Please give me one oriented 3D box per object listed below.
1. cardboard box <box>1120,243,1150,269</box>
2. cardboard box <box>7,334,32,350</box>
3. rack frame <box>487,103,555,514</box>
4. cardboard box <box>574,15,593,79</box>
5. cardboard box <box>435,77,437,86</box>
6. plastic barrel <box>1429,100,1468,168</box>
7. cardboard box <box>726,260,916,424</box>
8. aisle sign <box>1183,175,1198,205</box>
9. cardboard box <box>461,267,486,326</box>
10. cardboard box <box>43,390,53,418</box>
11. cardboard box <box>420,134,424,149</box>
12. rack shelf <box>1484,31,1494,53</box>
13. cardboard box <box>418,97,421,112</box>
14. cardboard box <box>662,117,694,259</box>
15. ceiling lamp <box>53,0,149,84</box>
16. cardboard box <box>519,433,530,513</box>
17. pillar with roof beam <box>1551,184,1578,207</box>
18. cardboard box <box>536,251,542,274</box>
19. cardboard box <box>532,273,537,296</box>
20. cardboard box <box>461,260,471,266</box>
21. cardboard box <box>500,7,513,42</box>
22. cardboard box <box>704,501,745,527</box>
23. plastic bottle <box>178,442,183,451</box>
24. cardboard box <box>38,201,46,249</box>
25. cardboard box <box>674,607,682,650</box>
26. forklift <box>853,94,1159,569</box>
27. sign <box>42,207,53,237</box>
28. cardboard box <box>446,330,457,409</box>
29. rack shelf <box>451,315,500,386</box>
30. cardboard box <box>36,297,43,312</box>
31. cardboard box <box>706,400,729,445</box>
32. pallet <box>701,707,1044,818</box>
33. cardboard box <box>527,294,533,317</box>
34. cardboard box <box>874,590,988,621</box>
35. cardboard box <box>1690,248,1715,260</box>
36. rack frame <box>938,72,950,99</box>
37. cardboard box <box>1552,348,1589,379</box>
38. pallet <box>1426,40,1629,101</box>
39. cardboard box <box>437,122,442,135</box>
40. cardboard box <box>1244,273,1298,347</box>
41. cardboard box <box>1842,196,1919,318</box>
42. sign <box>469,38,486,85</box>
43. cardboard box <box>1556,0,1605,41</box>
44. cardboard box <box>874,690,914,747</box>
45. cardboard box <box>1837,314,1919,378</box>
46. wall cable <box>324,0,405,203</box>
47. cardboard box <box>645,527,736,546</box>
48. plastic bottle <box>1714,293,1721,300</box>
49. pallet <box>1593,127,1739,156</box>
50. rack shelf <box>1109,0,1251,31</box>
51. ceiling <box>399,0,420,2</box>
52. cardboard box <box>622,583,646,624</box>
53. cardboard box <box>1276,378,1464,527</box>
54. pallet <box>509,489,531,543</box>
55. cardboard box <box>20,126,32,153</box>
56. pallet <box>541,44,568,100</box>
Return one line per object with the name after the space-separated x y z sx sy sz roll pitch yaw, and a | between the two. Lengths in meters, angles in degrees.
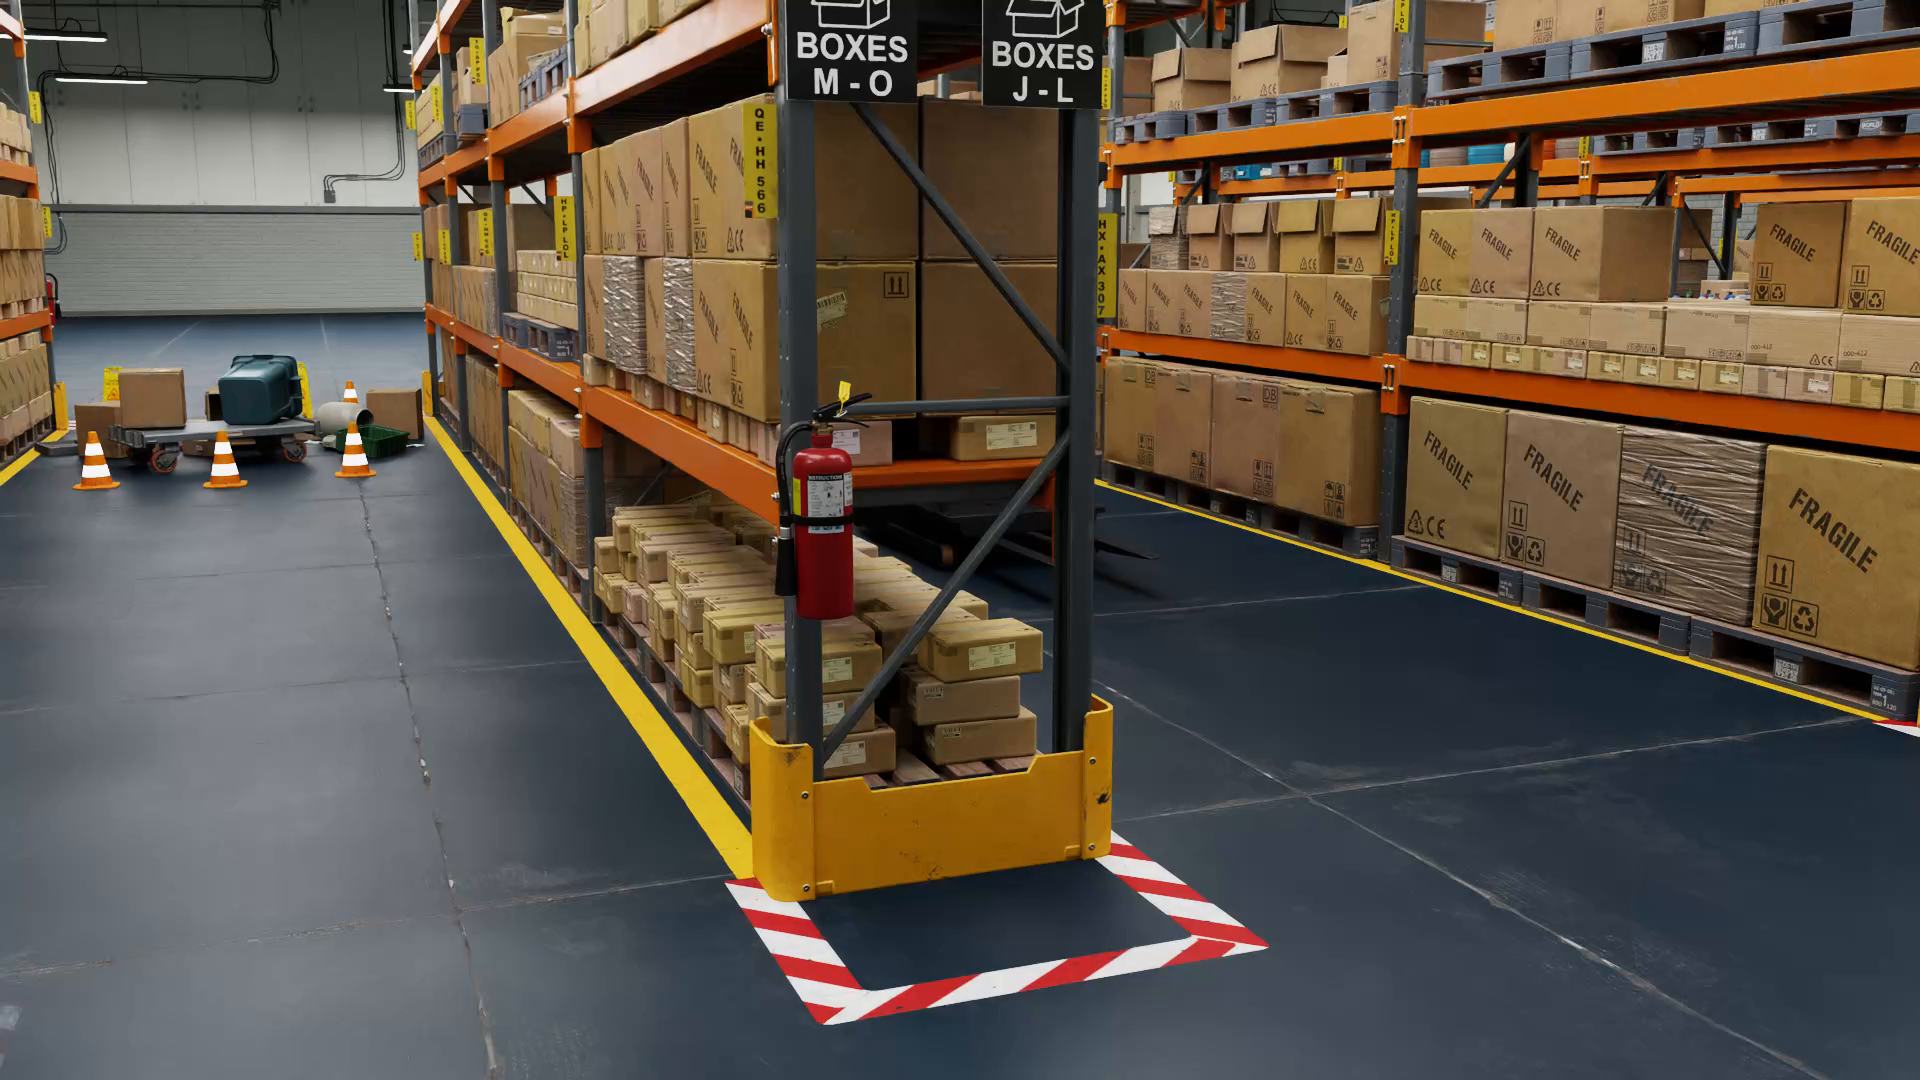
1.471 -2.353 14.600 0.500 0.500 0.500 -5 11 -28 | cardboard box
-9.520 -1.976 16.622 0.380 0.149 0.250 -3 11 -18 | cardboard box
-2.955 -1.713 12.488 1.000 3.000 0.127 -4 11 -21 | rack frame
-1.584 -2.371 8.049 0.500 0.250 0.500 -3 11 -18 | cardboard box
-4.926 -4.449 16.256 0.380 0.149 0.250 -4 11 -21 | cardboard box
5.495 -4.527 18.306 0.600 0.901 0.600 0 10 0 | plastic barrel
-0.459 -0.660 5.432 0.500 0.500 0.500 -4 11 -20 | cardboard box
3.123 -4.905 23.007 0.394 0.787 0.004 -4 11 -21 | aisle sign
-4.102 -2.149 14.648 0.500 0.500 0.500 -4 11 -21 | cardboard box
-9.879 -1.423 17.506 0.500 0.250 0.500 -4 11 -21 | cardboard box
-5.845 -4.470 18.650 0.380 0.149 0.250 -4 11 -21 | cardboard box
5.596 -5.055 17.340 1.077 0.370 4.000 -4 11 -21 | rack shelf
-5.847 -4.864 18.588 0.380 0.149 0.250 -4 11 -22 | cardboard box
-0.834 -1.322 6.294 0.500 0.500 0.500 -3 11 -18 | cardboard box
-20.688 -12.597 39.876 2.000 3.185 0.800 -4 11 -21 | ceiling lamp
-2.751 -0.476 11.470 0.500 0.500 0.500 -4 11 -20 | cardboard box
7.529 -7.861 29.918 9.100 9.000 0.548 -4 11 -21 | pillar with roof beam
-2.588 -1.830 10.965 0.380 0.149 0.250 -3 11 -18 | cardboard box
-2.675 -1.723 11.209 0.380 0.149 0.250 -4 11 -21 | cardboard box
-4.549 -2.500 16.479 0.875 0.550 0.550 -4 11 -21 | cardboard box
-2.879 -3.449 11.207 0.396 0.266 0.258 -4 11 -21 | cardboard box
-1.134 -0.115 8.744 0.380 0.149 0.250 -4 11 -19 | cardboard box
-7.701 -0.919 16.410 0.133 0.061 0.283 -2 10 -11 | plastic bottle
-10.042 -3.307 17.457 0.700 0.500 0.500 -4 11 -22 | cardboard box
-0.979 0.363 6.905 0.380 0.149 0.250 -3 11 -18 | cardboard box
0.246 -1.342 10.596 1.130 2.935 3.031 -4 11 -23 | forklift
-9.907 -3.446 18.021 0.100 0.325 0.005 -4 11 -21 | sign
-5.226 -1.930 18.573 0.875 0.875 0.875 -4 11 -22 | cardboard box
-3.680 -1.686 14.386 1.077 0.370 4.000 -4 11 -21 | rack shelf
-9.901 -2.483 17.532 0.380 0.149 0.250 -4 11 -22 | cardboard box
-0.712 -0.442 6.059 0.380 0.149 0.250 -4 11 -19 | cardboard box
-0.345 0.818 6.219 1.003 0.211 1.213 -4 11 -21 | pallet
-2.786 -1.623 11.497 0.380 0.149 0.250 -3 11 -18 | cardboard box
-0.113 0.303 6.396 0.380 0.149 0.250 -4 11 -21 | cardboard box
9.572 -3.717 21.616 0.380 0.149 0.250 -4 11 -21 | cardboard box
0.255 -5.618 17.310 1.000 3.000 0.127 -4 11 -21 | rack frame
3.421 -0.954 8.937 0.380 0.149 0.250 -4 11 -20 | cardboard box
3.441 -2.658 9.485 1.003 0.211 1.213 -4 11 -21 | pallet
-4.926 -4.056 16.323 0.380 0.149 0.250 -4 11 -20 | cardboard box
2.361 -1.633 11.751 0.500 0.500 0.500 -4 11 -22 | cardboard box
4.182 -1.211 7.098 0.500 0.500 0.500 -4 11 -20 | cardboard box
-3.475 -3.450 11.982 0.100 0.325 0.005 -4 11 -21 | sign
3.684 -2.929 8.985 0.700 0.500 0.500 -3 11 -18 | cardboard box
-0.119 0.646 6.166 0.380 0.149 0.250 -4 11 -21 | cardboard box
4.180 -0.841 7.161 0.500 0.250 0.500 -4 11 -22 | cardboard box
-17.496 -12.892 48.488 2.305 6.003 0.169 -4 11 -21 | wall cable
-1.276 0.041 7.868 0.380 0.149 0.250 -4 11 -22 | cardboard box
6.552 -1.986 14.353 0.061 0.283 0.133 -4 11 -21 | plastic bottle
6.507 -3.579 14.949 1.003 0.211 1.213 -4 11 -21 | pallet
2.429 -4.088 11.902 1.077 0.370 4.000 -4 11 -21 | rack shelf
-17.208 -16.242 51.341 6.000 0.001 6.000 -4 11 -21 | ceiling
-1.438 0.297 8.128 0.380 0.149 0.250 -4 11 -21 | cardboard box
2.903 -0.623 11.224 1.225 0.875 0.875 -4 11 -21 | cardboard box
-2.673 -0.213 12.014 1.003 0.211 1.213 -4 11 -21 | pallet
-9.994 -4.172 17.321 0.500 0.250 0.500 -4 11 -22 | cardboard box
-1.630 -2.552 9.176 1.213 0.211 1.003 -4 11 -21 | pallet
